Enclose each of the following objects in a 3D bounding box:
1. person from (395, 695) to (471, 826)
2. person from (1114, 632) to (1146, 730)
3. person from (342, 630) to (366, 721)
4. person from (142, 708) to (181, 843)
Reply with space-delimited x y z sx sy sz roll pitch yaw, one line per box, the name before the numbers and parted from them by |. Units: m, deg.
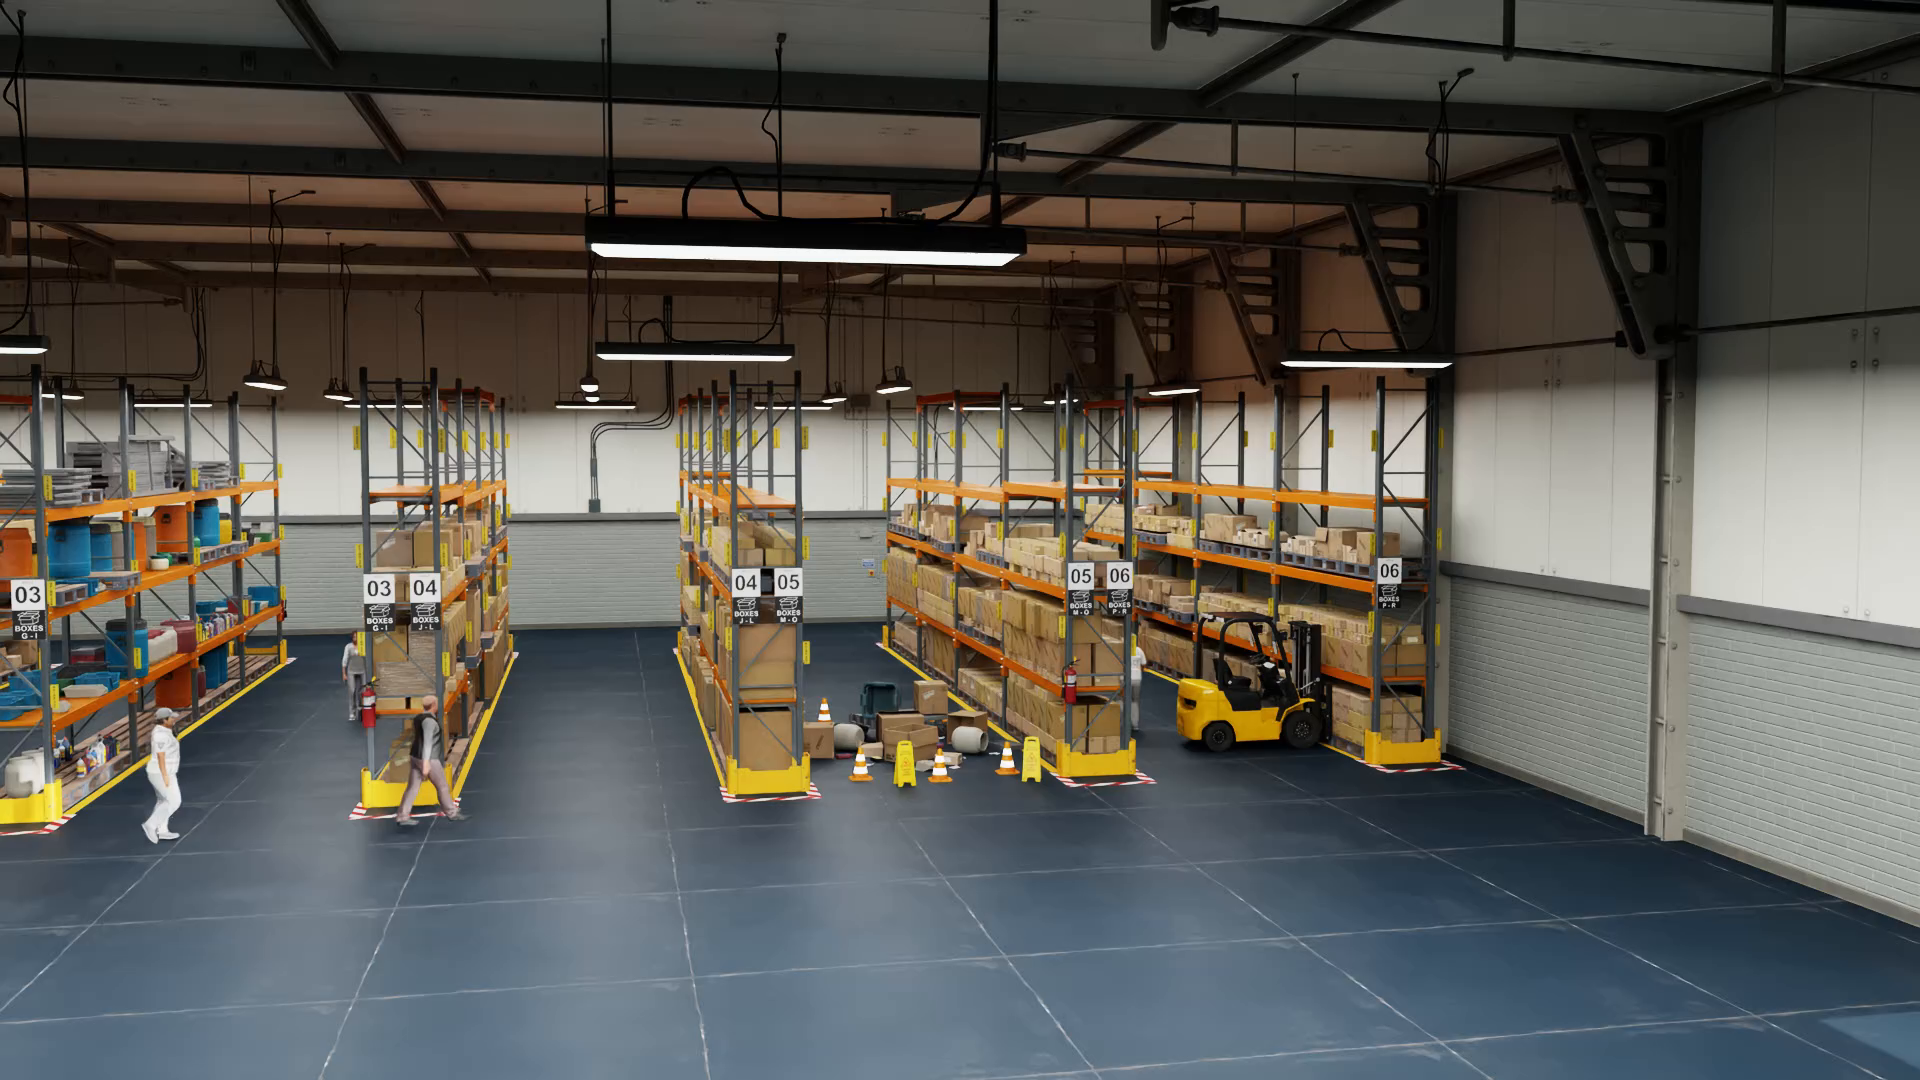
person | -6.914 2.852 21.672 0.941 1.670 0.575 -3 5 -43
person | 2.941 2.445 29.027 0.647 1.670 0.789 -1 3 -10
person | -10.867 2.420 29.931 0.484 1.604 0.540 -2 4 -26
person | -9.966 2.921 20.748 0.457 1.660 0.502 -1 4 -21
